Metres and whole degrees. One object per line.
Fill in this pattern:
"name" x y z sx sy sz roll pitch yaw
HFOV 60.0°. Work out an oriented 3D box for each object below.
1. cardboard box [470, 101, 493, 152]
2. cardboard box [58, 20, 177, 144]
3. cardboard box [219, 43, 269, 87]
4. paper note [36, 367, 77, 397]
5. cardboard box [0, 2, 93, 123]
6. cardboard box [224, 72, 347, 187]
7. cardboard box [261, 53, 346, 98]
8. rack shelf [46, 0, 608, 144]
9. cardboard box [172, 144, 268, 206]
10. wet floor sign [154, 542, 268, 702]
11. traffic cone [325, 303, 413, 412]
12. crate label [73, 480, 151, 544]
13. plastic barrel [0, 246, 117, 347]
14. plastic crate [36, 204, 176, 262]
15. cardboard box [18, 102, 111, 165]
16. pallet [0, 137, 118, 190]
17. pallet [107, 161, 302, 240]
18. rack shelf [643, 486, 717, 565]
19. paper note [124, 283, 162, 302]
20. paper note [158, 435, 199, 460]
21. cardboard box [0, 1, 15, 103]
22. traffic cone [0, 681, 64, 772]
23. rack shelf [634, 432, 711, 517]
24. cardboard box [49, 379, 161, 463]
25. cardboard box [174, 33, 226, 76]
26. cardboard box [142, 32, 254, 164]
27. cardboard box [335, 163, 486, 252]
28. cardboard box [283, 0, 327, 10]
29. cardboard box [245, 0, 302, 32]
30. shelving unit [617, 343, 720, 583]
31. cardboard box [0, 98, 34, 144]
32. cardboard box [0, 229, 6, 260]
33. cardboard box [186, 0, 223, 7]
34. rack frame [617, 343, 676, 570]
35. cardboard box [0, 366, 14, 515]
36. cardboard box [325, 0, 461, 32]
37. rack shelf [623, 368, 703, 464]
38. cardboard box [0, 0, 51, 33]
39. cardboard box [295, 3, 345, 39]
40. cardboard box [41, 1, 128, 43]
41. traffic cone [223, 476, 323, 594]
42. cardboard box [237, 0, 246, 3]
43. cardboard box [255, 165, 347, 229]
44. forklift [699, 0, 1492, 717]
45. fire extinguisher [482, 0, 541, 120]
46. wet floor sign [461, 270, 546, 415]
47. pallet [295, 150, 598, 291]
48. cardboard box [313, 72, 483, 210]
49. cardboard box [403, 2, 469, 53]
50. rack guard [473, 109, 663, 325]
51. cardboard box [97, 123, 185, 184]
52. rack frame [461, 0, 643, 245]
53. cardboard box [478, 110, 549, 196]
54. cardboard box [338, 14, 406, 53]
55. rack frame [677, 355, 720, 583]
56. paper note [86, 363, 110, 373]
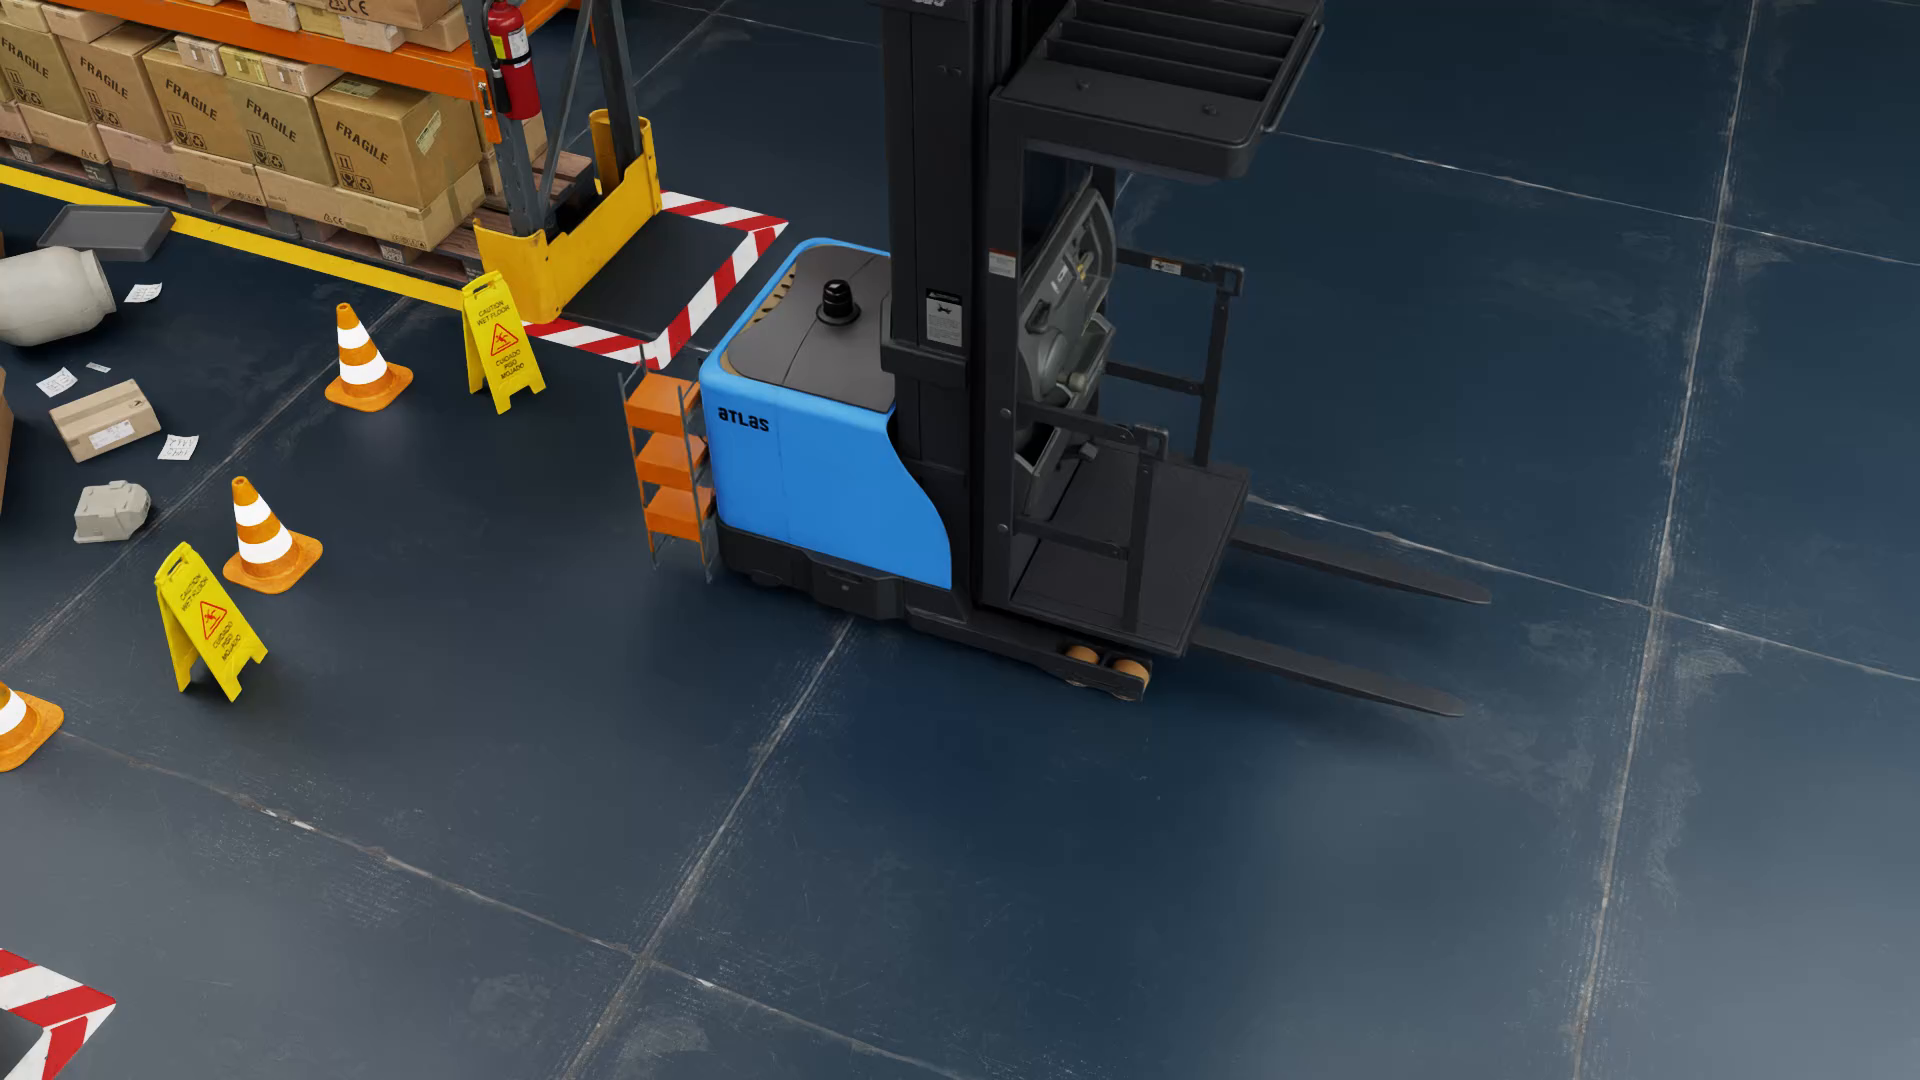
"cardboard box" -2.542 -2.357 8.451 0.500 0.500 0.500 15 47 15
"cardboard box" -4.156 -2.422 8.517 0.500 0.500 0.500 19 48 18
"cardboard box" -3.317 -2.356 7.990 0.250 0.149 0.380 17 47 16
"paper note" -4.246 -0.744 7.823 0.142 0.019 0.148 33 54 29
"cardboard box" -4.634 -2.564 8.659 0.500 0.500 0.500 18 48 17
"cardboard box" -3.204 -2.139 8.232 0.500 0.500 0.500 18 48 17
"cardboard box" -3.086 -2.285 7.919 0.250 0.149 0.380 18 48 17
"rack shelf" -3.727 -2.800 8.286 4.000 0.370 1.077 16 47 16
"cardboard box" -3.691 -2.014 8.639 0.500 0.250 0.500 15 47 14
"wet floor sign" -2.905 0.292 6.338 0.232 0.644 0.267 9 46 9
"traffic cone" -2.775 -0.889 7.655 0.334 0.463 0.336 16 47 16
"crate label" -3.638 -0.132 7.125 0.298 0.136 0.250 -5 45 -5
"plastic barrel" -4.371 -1.174 7.968 0.512 0.421 0.421 -20 48 -19
"plastic crate" -4.440 -1.603 8.643 0.583 0.080 0.402 2 45 2
"cardboard box" -4.636 -2.298 8.924 0.500 0.250 0.500 19 48 18
"pallet" -4.940 -2.450 9.402 1.213 0.211 1.003 16 47 16
"pallet" -3.810 -2.120 9.070 1.213 0.211 1.003 16 47 16
"rack shelf" -1.132 -0.082 6.836 0.240 0.259 0.215 13 46 13
"paper note" -4.082 -1.239 8.313 0.148 0.019 0.142 2 45 2
"paper note" -3.520 -0.420 7.489 0.142 0.019 0.148 2 45 2
"cardboard box" -5.133 -2.702 8.798 0.500 0.500 0.500 19 48 18
"traffic cone" -3.637 0.569 6.189 0.334 0.463 0.336 16 47 16
"rack shelf" -1.132 -0.279 6.640 0.240 0.259 0.215 13 46 13
"cardboard box" -3.868 -0.542 7.528 0.380 0.149 0.250 -28 51 -25
"cardboard box" -3.559 -2.428 8.063 0.250 0.149 0.380 18 48 18
"cardboard box" -3.667 -2.281 8.374 0.500 0.500 0.500 15 47 15
"cardboard box" -2.753 -1.737 8.359 0.500 0.250 0.500 16 47 16
"cardboard box" -2.949 -2.760 7.454 0.500 0.500 0.500 17 47 16
"cardboard box" -3.063 -2.515 7.668 0.250 0.149 0.380 17 47 17
"shelving unit" -1.132 -0.287 6.633 0.252 1.050 0.215 13 46 13
"cardboard box" -5.133 -2.436 9.062 0.500 0.250 0.500 14 47 14
"cardboard box" -5.108 -1.536 8.276 0.500 0.500 0.500 -20 48 -19
"cardboard box" -3.516 -2.687 7.841 0.250 0.149 0.380 16 47 15
"rack frame" -1.248 -0.313 6.660 0.008 1.050 0.200 13 46 13
"cardboard box" -4.477 -0.456 7.190 0.637 0.503 0.797 -12 46 -12
"cardboard box" -2.488 -2.621 7.314 0.500 0.500 0.500 16 47 15
"rack shelf" -1.132 -0.480 6.440 0.240 0.259 0.215 13 46 13
"cardboard box" -4.565 -2.720 8.357 0.250 0.149 0.380 18 48 17
"cardboard box" -2.814 -2.465 7.618 0.250 0.149 0.380 16 47 15
"cardboard box" -4.316 -2.649 8.285 0.250 0.149 0.380 19 48 18
"traffic cone" -2.889 -0.074 6.836 0.334 0.463 0.336 16 47 16
"cardboard box" -3.245 -2.676 7.830 0.250 0.149 0.380 17 47 16
"cardboard box" -3.206 -1.876 8.499 0.500 0.250 0.500 17 47 16
"forklift" 0.571 -0.843 5.858 3.031 2.935 1.130 16 47 15
"fire extinguisher" -1.953 -2.153 7.181 0.183 0.674 0.296 16 47 16
"wet floor sign" -2.118 -0.929 7.565 0.232 0.644 0.267 33 54 29
"pallet" -2.688 -1.787 8.736 1.213 0.211 1.003 16 47 16
"cardboard box" -2.721 -1.999 8.092 0.500 0.500 0.500 17 47 16
"cardboard box" -2.309 -2.385 7.537 0.250 0.149 0.380 18 48 17
"rack guard" -1.952 -1.646 8.389 0.348 0.500 1.175 16 47 16
"cardboard box" -4.145 -2.156 8.781 0.500 0.250 0.500 16 47 15
"rack frame" -1.881 -2.512 7.487 0.127 3.000 1.000 16 47 16
"cardboard box" -2.519 -2.085 8.709 0.500 0.250 0.500 16 47 16
"cardboard box" -2.585 -2.381 7.534 0.250 0.149 0.380 16 47 15
"rack frame" -1.016 -0.260 6.606 0.008 1.050 0.200 13 46 13
"paper note" -4.097 -0.820 7.906 0.123 0.001 0.032 16 47 16
